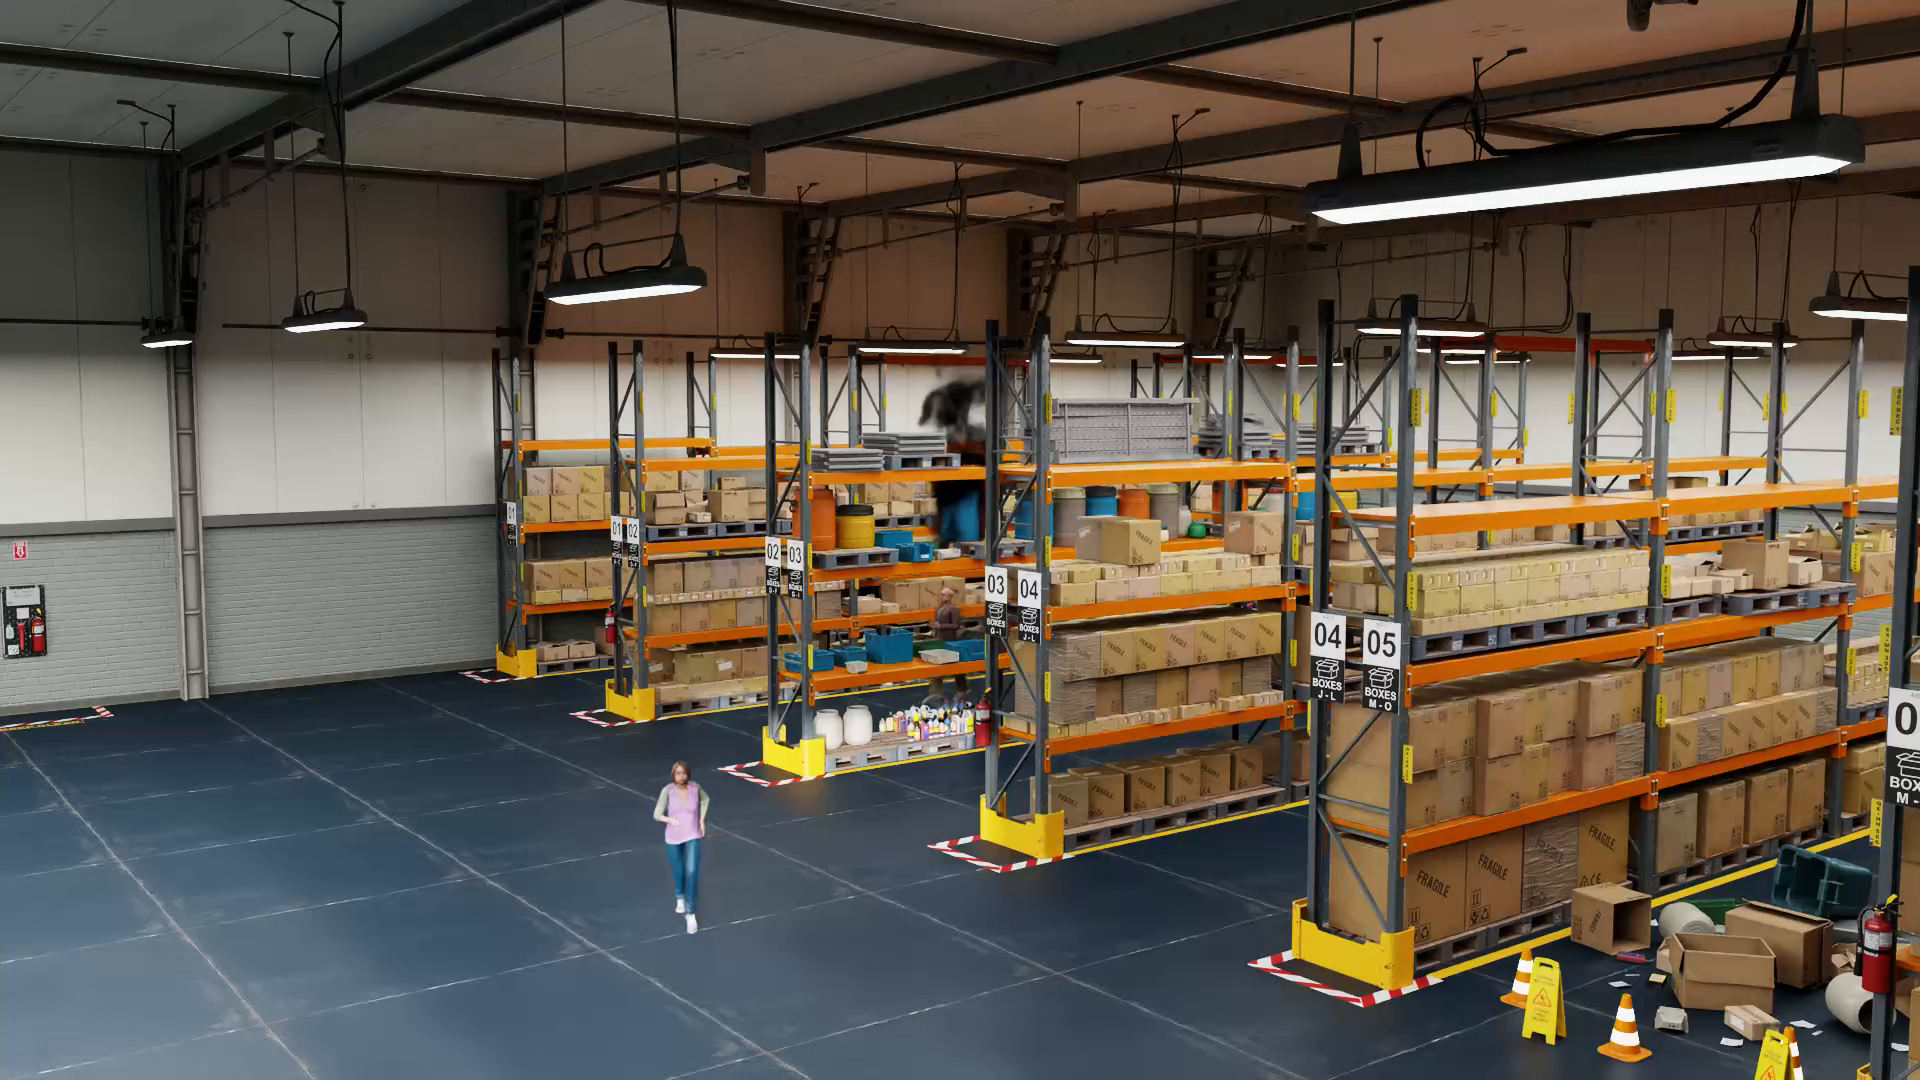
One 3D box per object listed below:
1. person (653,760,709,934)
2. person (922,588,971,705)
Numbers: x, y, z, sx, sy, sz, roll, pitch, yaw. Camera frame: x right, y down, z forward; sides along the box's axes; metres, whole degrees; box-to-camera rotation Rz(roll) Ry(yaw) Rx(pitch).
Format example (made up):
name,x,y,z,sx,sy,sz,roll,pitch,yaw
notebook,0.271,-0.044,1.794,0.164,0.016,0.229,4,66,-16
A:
name,x,y,z,sx,sy,sz,roll,pitch,yaw
person,-2.707,2.991,16.181,0.525,1.541,0.729,-1,5,-6
person,-0.215,1.672,26.275,0.834,1.838,0.694,-4,6,-35
